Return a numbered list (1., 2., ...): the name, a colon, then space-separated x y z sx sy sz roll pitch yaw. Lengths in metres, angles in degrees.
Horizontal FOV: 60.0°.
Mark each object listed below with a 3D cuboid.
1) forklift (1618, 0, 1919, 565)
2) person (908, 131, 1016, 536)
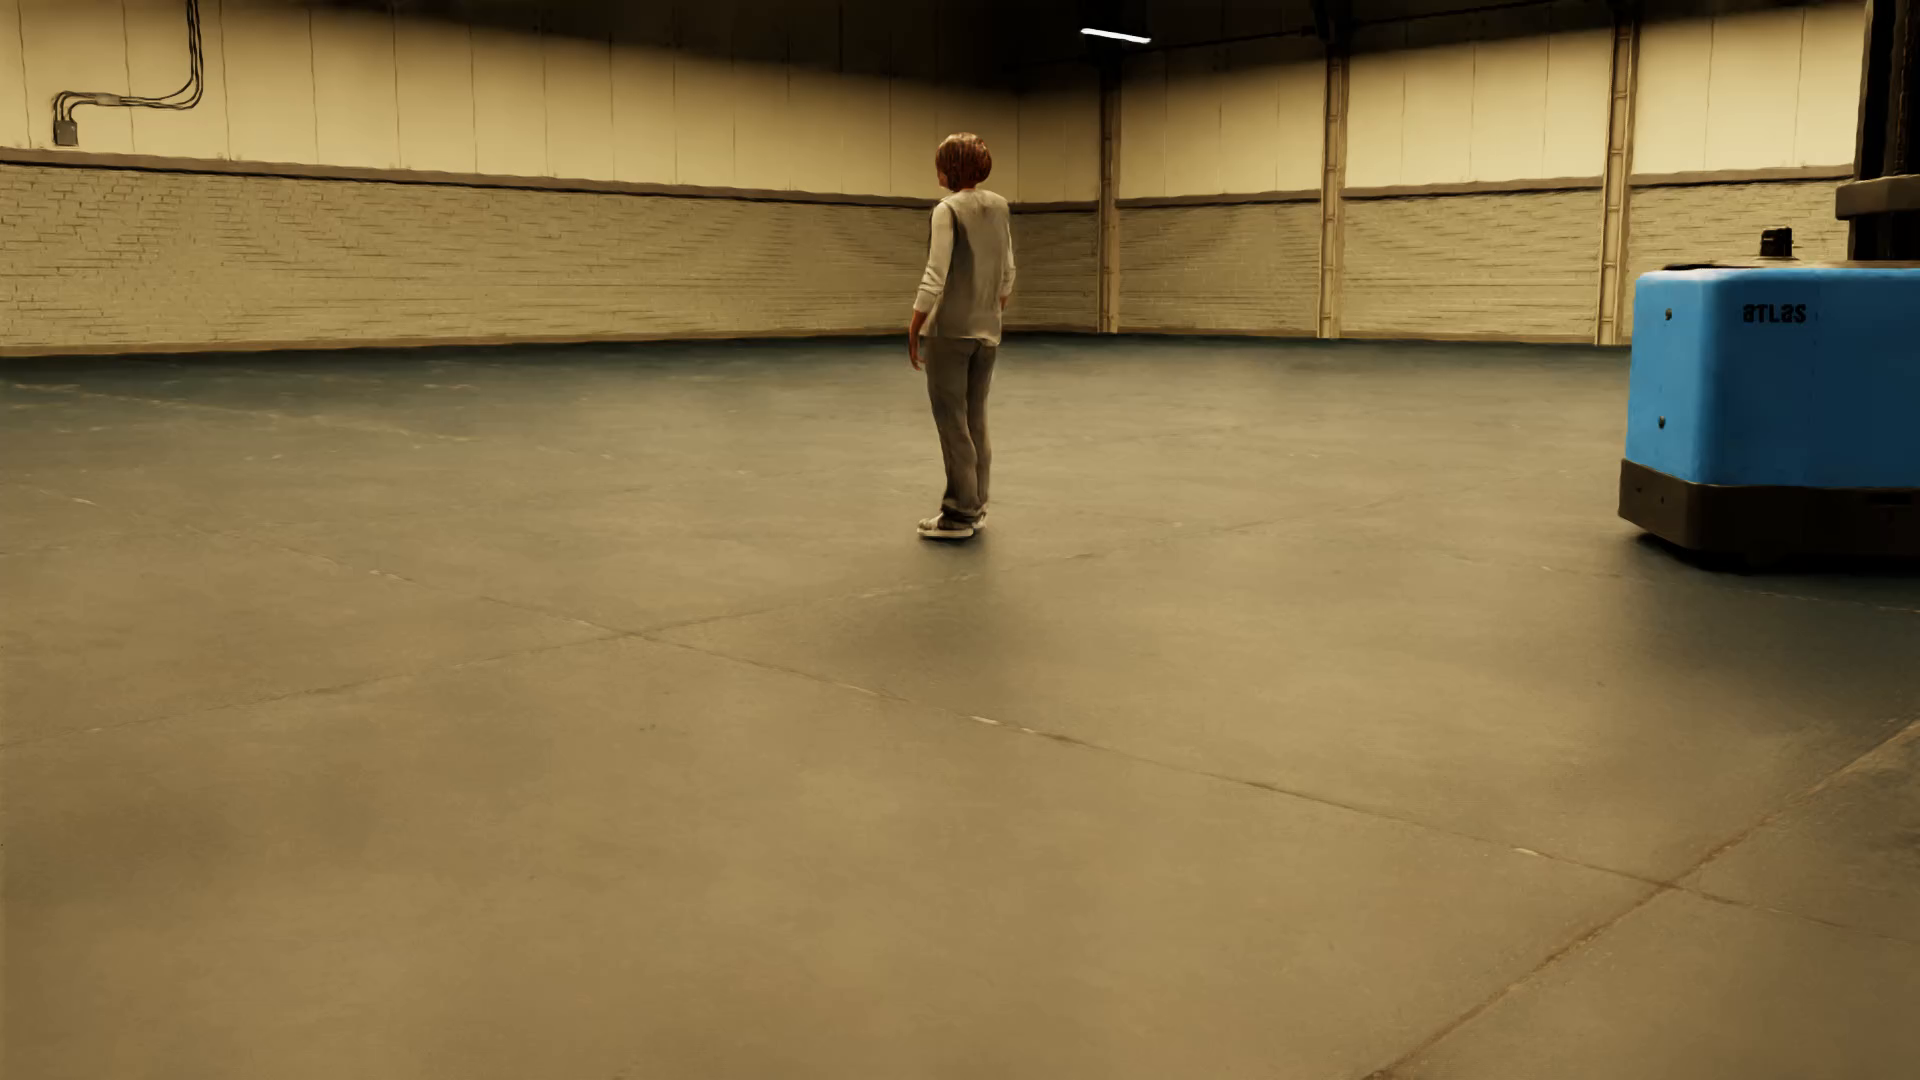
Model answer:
1. forklift: 4.183 -1.388 6.088 3.031 2.935 1.130 1 9 6
2. person: -0.044 -0.795 6.660 0.474 1.576 0.521 8 12 43
